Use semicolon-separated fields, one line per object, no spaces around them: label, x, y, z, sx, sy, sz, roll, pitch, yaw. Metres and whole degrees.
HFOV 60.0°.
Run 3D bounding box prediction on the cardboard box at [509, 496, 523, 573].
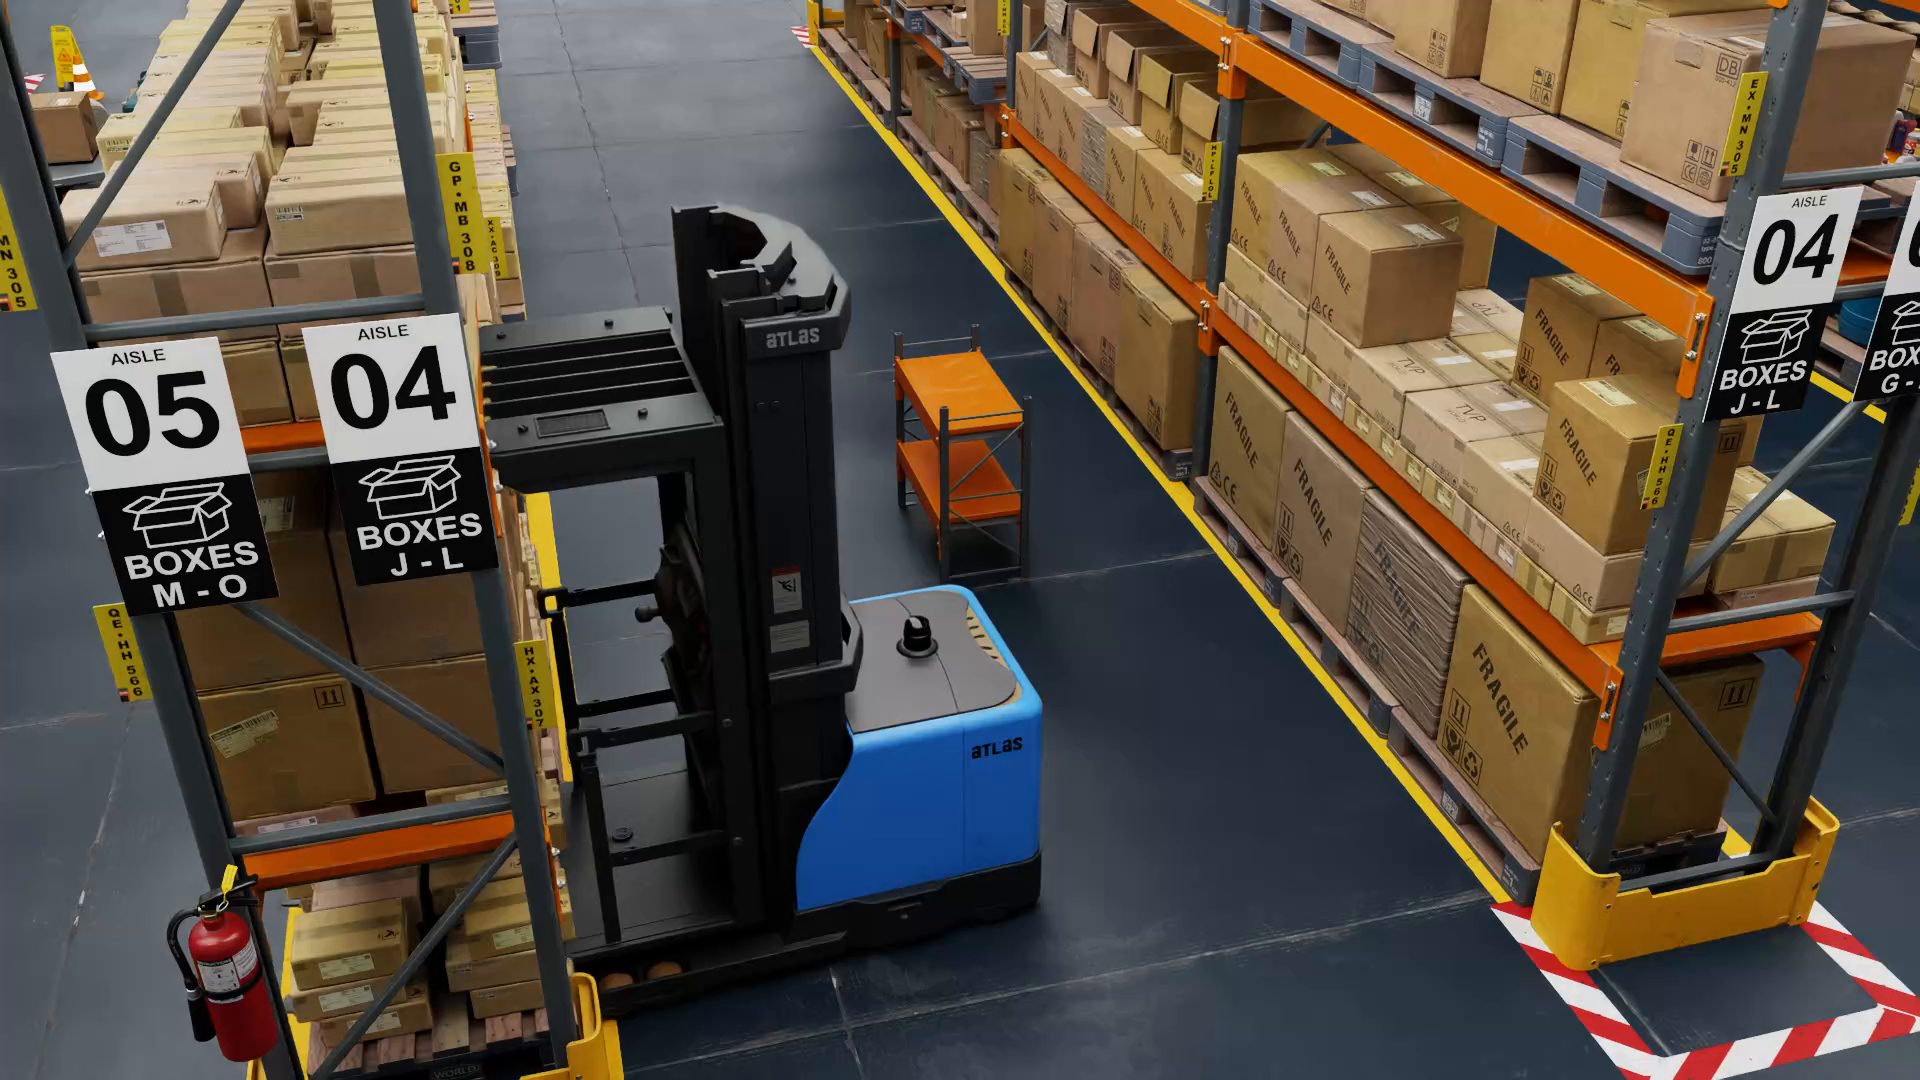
cardboard box;-1.968;-0.024;6.401;0.500;0.500;0.500;-7;31;-13

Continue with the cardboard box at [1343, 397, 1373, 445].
cardboard box;2.090;-0.599;8.042;0.380;0.149;0.250;-9;31;-15

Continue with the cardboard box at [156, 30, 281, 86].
cardboard box;-2.664;-1.721;5.987;0.380;0.149;0.250;-9;31;-15

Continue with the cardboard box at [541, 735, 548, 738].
cardboard box;-2.085;0.906;7.617;0.380;0.149;0.250;-8;31;-13

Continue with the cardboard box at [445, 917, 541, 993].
cardboard box;-1.722;1.531;6.240;0.380;0.149;0.250;-7;31;-11

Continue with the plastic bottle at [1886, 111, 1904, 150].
plastic bottle;6.691;-2.974;12.018;0.152;0.276;0.135;-8;31;-13

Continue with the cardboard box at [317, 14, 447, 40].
cardboard box;-2.398;-2.045;6.945;0.500;0.250;0.500;-9;31;-15

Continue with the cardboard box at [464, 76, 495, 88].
cardboard box;-3.317;-3.002;11.180;0.380;0.149;0.250;-8;31;-14

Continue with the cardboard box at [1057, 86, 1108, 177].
cardboard box;1.000;-2.856;11.591;0.500;0.500;0.500;-8;31;-14

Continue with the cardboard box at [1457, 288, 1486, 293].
cardboard box;2.427;-1.284;8.826;0.500;0.250;0.500;-7;31;-12

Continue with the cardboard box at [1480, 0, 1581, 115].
cardboard box;2.572;-2.057;6.697;0.700;0.500;0.500;-10;32;-17

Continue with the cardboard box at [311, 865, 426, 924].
cardboard box;-2.227;1.338;6.276;0.380;0.149;0.250;-7;31;-12

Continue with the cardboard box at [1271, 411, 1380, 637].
cardboard box;2.254;-0.146;8.709;0.875;0.875;0.875;-8;31;-13

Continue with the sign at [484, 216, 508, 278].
sign;-2.371;-1.488;8.462;0.100;0.325;0.005;-8;31;-13

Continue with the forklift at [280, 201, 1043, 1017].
forklift;-1.233;0.299;6.307;3.031;2.935;1.130;-9;31;-16

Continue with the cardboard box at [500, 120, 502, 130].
cardboard box;-3.239;-2.737;11.019;0.380;0.149;0.250;-7;31;-12

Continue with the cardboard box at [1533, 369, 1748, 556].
cardboard box;2.596;-0.305;6.386;0.500;0.500;0.500;-7;31;-13

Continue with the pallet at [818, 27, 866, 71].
pallet;-1.067;-5.803;19.565;1.003;0.211;1.213;-8;31;-13

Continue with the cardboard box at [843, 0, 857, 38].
cardboard box;-1.119;-6.240;19.612;0.500;0.500;0.500;-2;30;-4

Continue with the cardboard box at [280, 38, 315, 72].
cardboard box;-2.748;-1.736;6.412;0.500;0.250;0.500;-7;31;-12

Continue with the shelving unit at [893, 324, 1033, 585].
shelving unit;0.002;-0.484;9.463;0.538;1.125;1.048;-8;31;-13

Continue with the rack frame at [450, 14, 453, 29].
rack frame;-2.892;-3.634;7.045;1.000;3.000;0.127;-8;31;-13

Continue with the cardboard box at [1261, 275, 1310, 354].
cardboard box;1.916;-1.209;8.697;0.500;0.250;0.500;-8;31;-14

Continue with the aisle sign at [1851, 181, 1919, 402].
aisle sign;3.287;-0.846;5.622;0.394;0.787;0.004;-8;31;-13

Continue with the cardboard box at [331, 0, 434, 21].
cardboard box;-2.261;-2.042;6.542;0.380;0.149;0.250;-9;31;-15

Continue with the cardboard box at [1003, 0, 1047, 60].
cardboard box;0.673;-4.060;13.251;0.500;0.500;0.500;-12;32;-19

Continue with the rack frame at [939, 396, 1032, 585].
rack frame;0.137;-0.238;9.038;0.500;1.125;0.032;-8;31;-13

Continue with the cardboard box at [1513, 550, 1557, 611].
cardboard box;2.496;0.139;6.766;0.380;0.149;0.250;-8;31;-13

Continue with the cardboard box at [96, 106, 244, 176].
cardboard box;-2.417;-1.218;5.118;0.380;0.149;0.250;-7;31;-12

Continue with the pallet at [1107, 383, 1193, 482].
pallet;1.639;-0.804;10.928;1.003;0.211;1.213;-8;31;-13

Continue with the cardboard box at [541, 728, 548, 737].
cardboard box;-2.010;0.758;7.279;0.380;0.149;0.250;-7;31;-13

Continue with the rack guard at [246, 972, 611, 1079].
rack guard;-1.851;1.940;5.899;1.175;0.500;0.348;-8;31;-13

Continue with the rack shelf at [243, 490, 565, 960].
rack shelf;-2.361;0.240;7.059;1.077;0.370;4.000;-8;31;-13

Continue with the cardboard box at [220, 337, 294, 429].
cardboard box;-2.206;-0.523;4.815;0.500;0.250;0.500;-9;31;-14

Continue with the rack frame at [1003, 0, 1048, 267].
rack frame;0.855;-3.580;12.940;1.000;3.000;0.127;-8;31;-13

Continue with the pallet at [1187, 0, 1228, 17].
pallet;1.626;-3.299;9.653;0.805;0.209;1.217;-9;31;-15

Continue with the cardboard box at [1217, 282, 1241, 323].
cardboard box;1.674;-1.352;9.342;0.380;0.149;0.250;-8;31;-13

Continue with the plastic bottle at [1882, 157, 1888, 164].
plastic bottle;6.170;-2.509;11.207;0.061;0.283;0.133;-8;31;-13

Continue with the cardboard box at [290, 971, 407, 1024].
cardboard box;-2.246;1.601;6.119;0.380;0.149;0.250;-9;31;-15

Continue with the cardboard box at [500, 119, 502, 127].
cardboard box;-3.380;-2.865;11.537;0.380;0.149;0.250;-7;31;-12

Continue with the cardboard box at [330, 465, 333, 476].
cardboard box;-2.326;-0.143;5.607;0.500;0.500;0.500;-9;31;-15

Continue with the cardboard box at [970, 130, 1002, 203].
cardboard box;0.498;-3.275;14.471;0.700;0.500;0.500;-10;32;-17

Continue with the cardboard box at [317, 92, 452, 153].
cardboard box;-1.813;-1.298;5.256;0.380;0.149;0.250;-7;31;-13

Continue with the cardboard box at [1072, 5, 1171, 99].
cardboard box;1.204;-3.387;11.506;0.797;0.503;0.637;-7;31;-12

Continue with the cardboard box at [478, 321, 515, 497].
cardboard box;-1.950;-0.459;6.154;0.500;0.500;0.500;-9;31;-14

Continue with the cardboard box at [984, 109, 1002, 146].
cardboard box;0.498;-3.587;14.261;0.500;0.250;0.500;-4;30;-8

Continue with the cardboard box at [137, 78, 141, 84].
cardboard box;-7.916;-4.534;17.080;0.637;0.503;0.797;19;35;29

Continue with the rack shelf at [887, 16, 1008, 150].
rack shelf;0.324;-4.234;14.789;1.077;0.370;4.000;-8;31;-13

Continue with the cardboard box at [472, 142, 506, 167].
cardboard box;-2.898;-2.243;9.869;0.380;0.149;0.250;-7;31;-11

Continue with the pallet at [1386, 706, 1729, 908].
pallet;2.691;1.115;7.613;1.003;0.211;1.213;-8;31;-13

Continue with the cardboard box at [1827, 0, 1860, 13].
cardboard box;9.729;-5.904;18.722;0.500;0.311;0.500;-8;31;-13

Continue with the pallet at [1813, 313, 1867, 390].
pallet;6.527;-1.478;12.092;1.003;0.211;1.213;-8;31;-13
